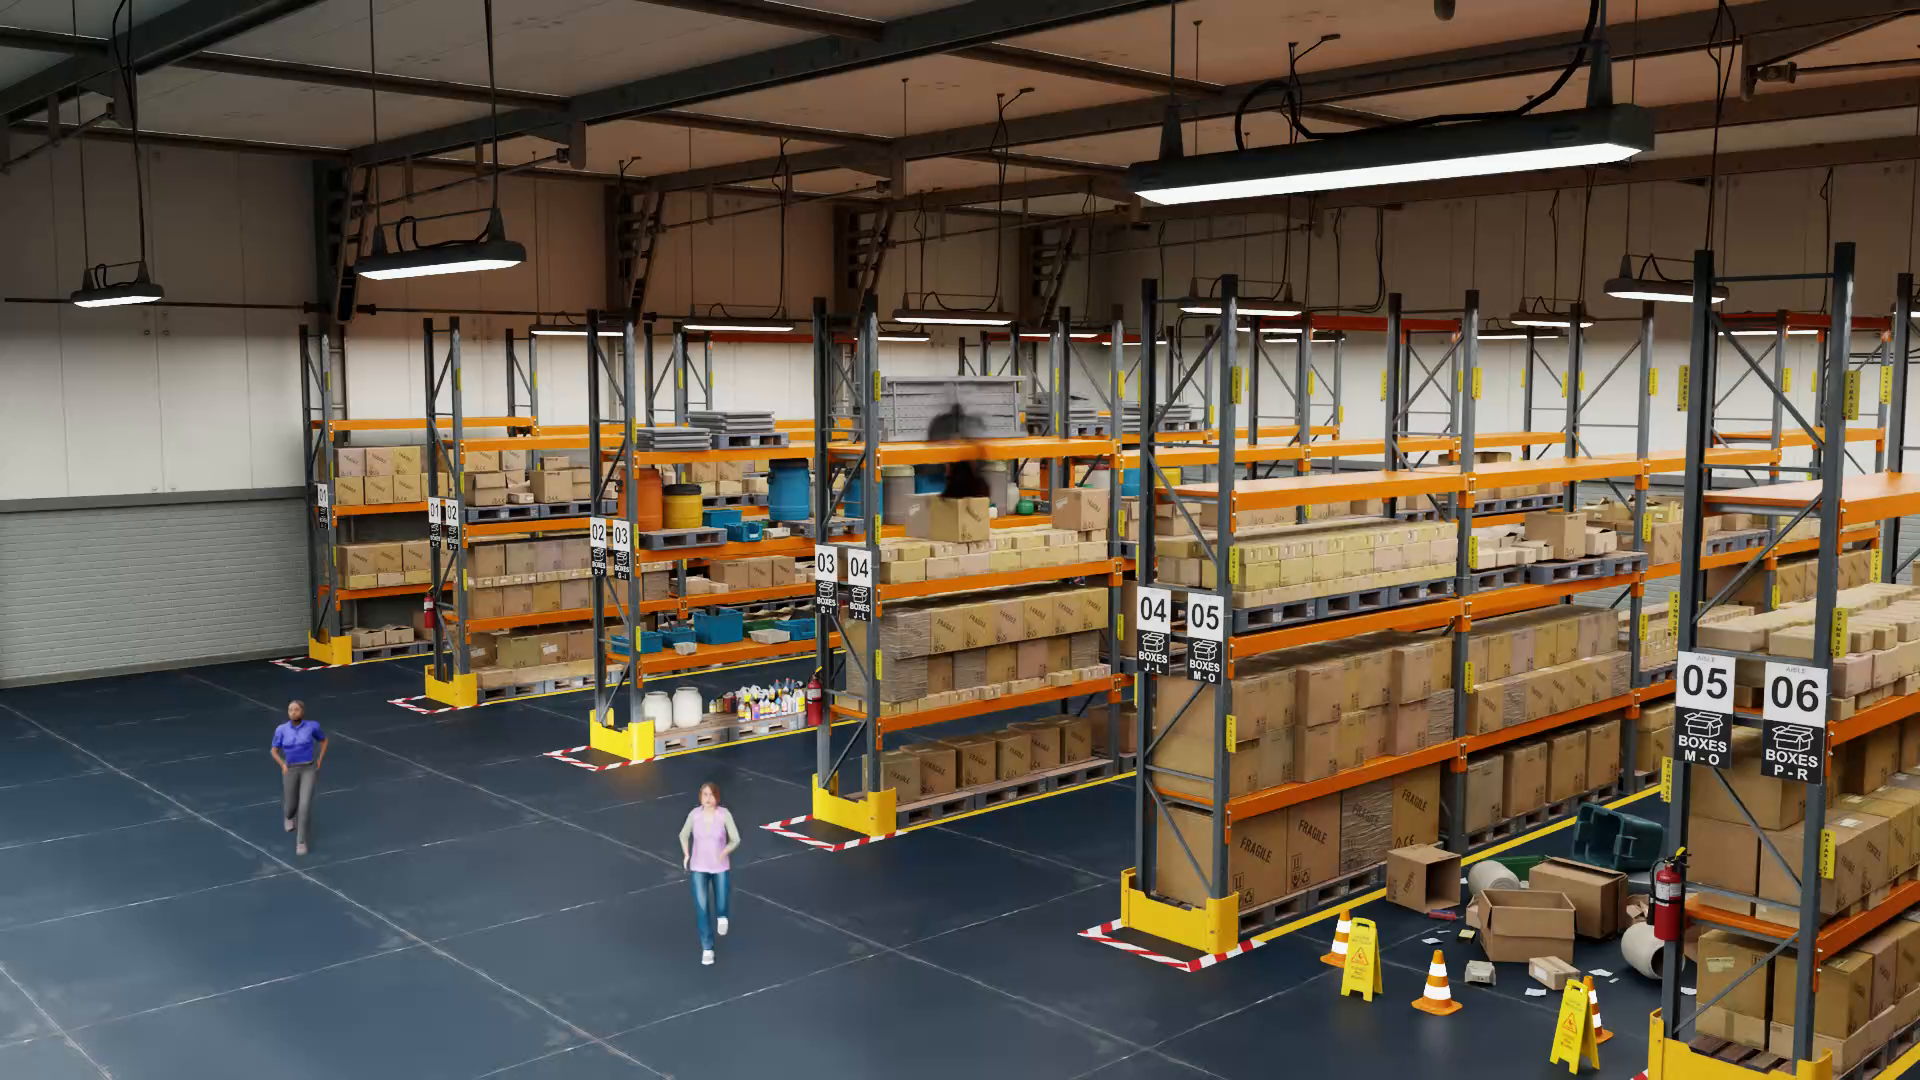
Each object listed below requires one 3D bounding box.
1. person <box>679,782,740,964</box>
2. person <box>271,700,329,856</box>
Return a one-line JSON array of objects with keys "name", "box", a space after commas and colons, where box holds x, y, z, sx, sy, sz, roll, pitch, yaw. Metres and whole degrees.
[{"name": "person", "box": [-2.221, 2.905, 14.728, 0.544, 1.555, 0.705, 0, 6, -3]}, {"name": "person", "box": [-7.182, 2.542, 18.121, 0.586, 1.650, 0.782, -2, 6, -19]}]
